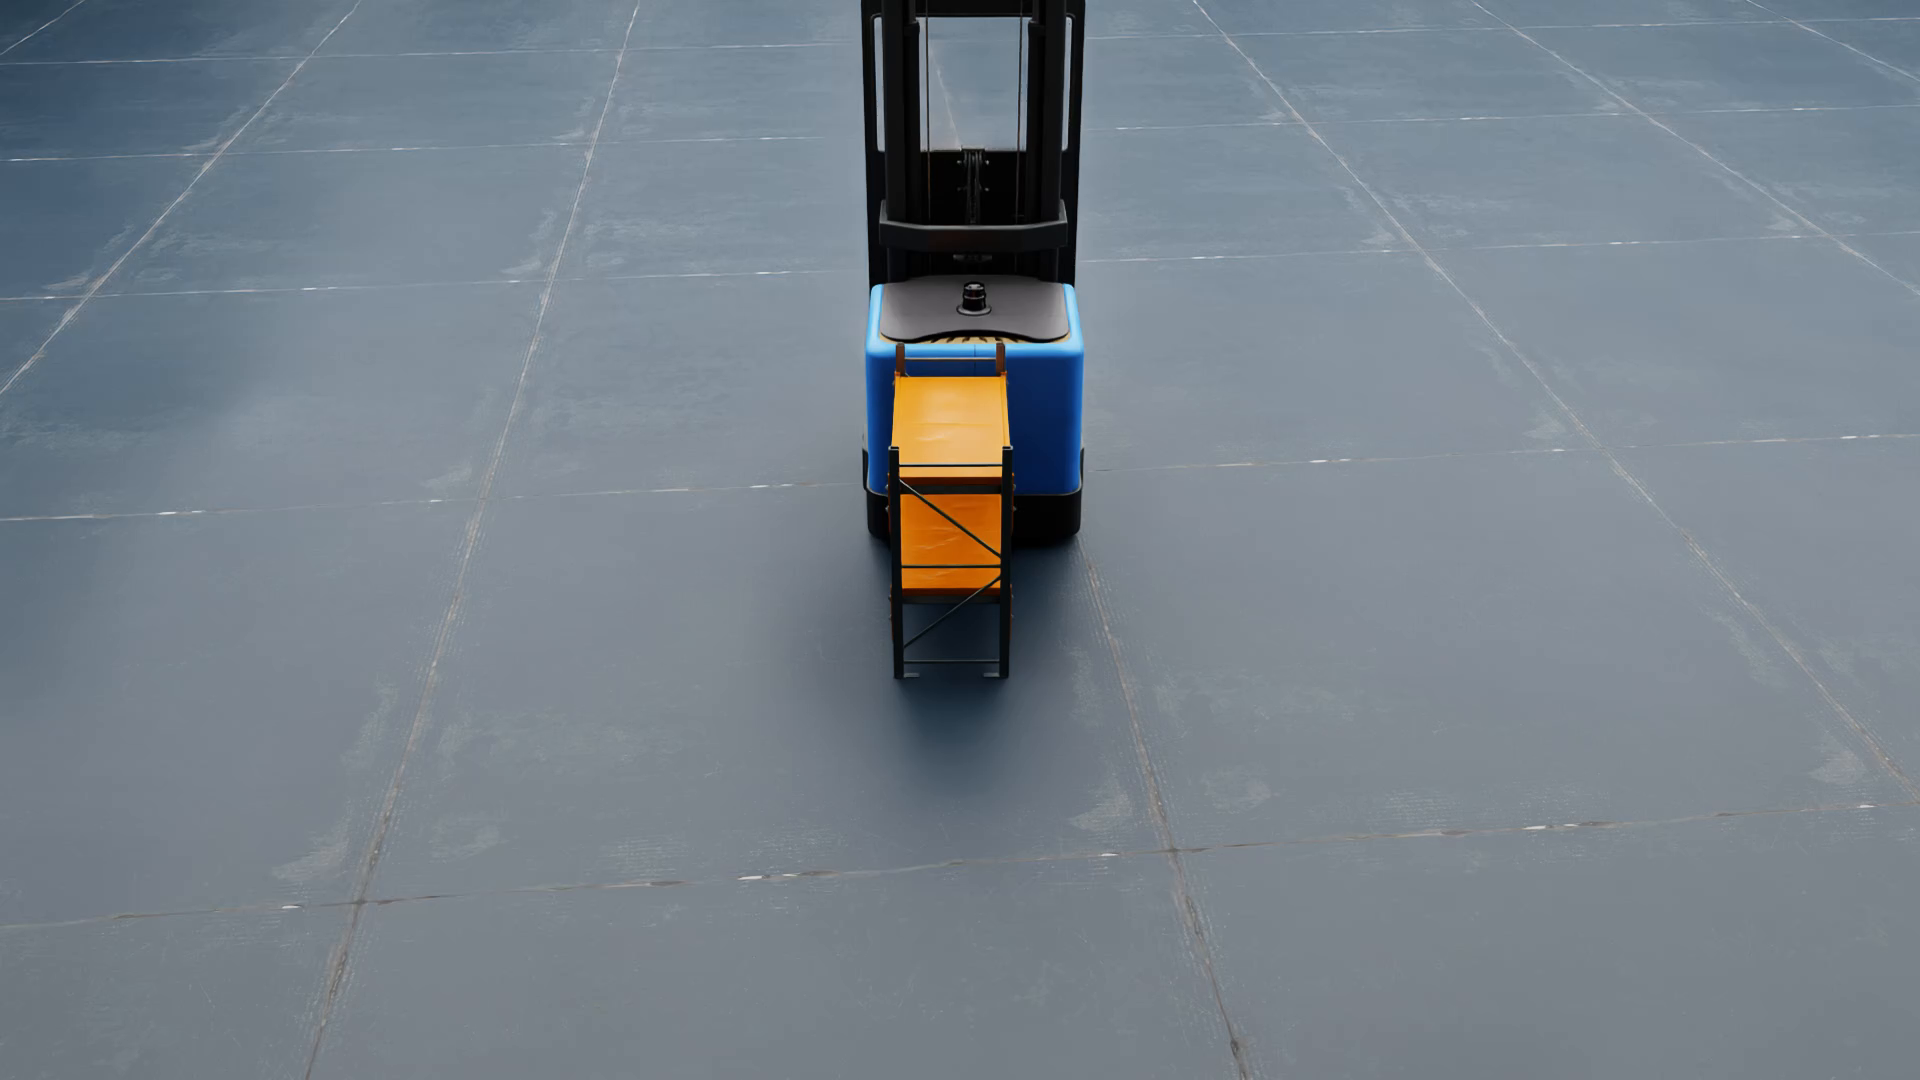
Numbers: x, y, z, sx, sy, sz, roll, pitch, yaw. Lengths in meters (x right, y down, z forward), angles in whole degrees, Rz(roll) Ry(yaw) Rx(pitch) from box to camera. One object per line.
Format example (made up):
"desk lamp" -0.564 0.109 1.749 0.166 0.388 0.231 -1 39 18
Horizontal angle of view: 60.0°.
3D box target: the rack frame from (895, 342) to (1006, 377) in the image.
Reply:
"rack frame" -0.043 -0.409 7.837 0.500 1.125 0.032 0 31 0

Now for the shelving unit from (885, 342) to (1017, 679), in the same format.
"shelving unit" -0.040 -0.148 7.401 0.538 1.125 1.048 0 31 0

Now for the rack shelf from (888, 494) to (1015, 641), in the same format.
"rack shelf" -0.040 0.062 7.526 0.538 0.278 1.000 0 31 0

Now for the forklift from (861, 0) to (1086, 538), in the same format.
"forklift" 0.061 -1.983 8.712 1.130 2.935 3.031 0 31 0

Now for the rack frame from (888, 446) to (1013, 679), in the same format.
"rack frame" -0.037 0.113 6.964 0.500 1.125 0.032 0 31 0

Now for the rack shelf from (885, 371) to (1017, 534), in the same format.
"rack shelf" -0.040 -0.399 7.250 0.538 0.278 1.000 0 31 0
